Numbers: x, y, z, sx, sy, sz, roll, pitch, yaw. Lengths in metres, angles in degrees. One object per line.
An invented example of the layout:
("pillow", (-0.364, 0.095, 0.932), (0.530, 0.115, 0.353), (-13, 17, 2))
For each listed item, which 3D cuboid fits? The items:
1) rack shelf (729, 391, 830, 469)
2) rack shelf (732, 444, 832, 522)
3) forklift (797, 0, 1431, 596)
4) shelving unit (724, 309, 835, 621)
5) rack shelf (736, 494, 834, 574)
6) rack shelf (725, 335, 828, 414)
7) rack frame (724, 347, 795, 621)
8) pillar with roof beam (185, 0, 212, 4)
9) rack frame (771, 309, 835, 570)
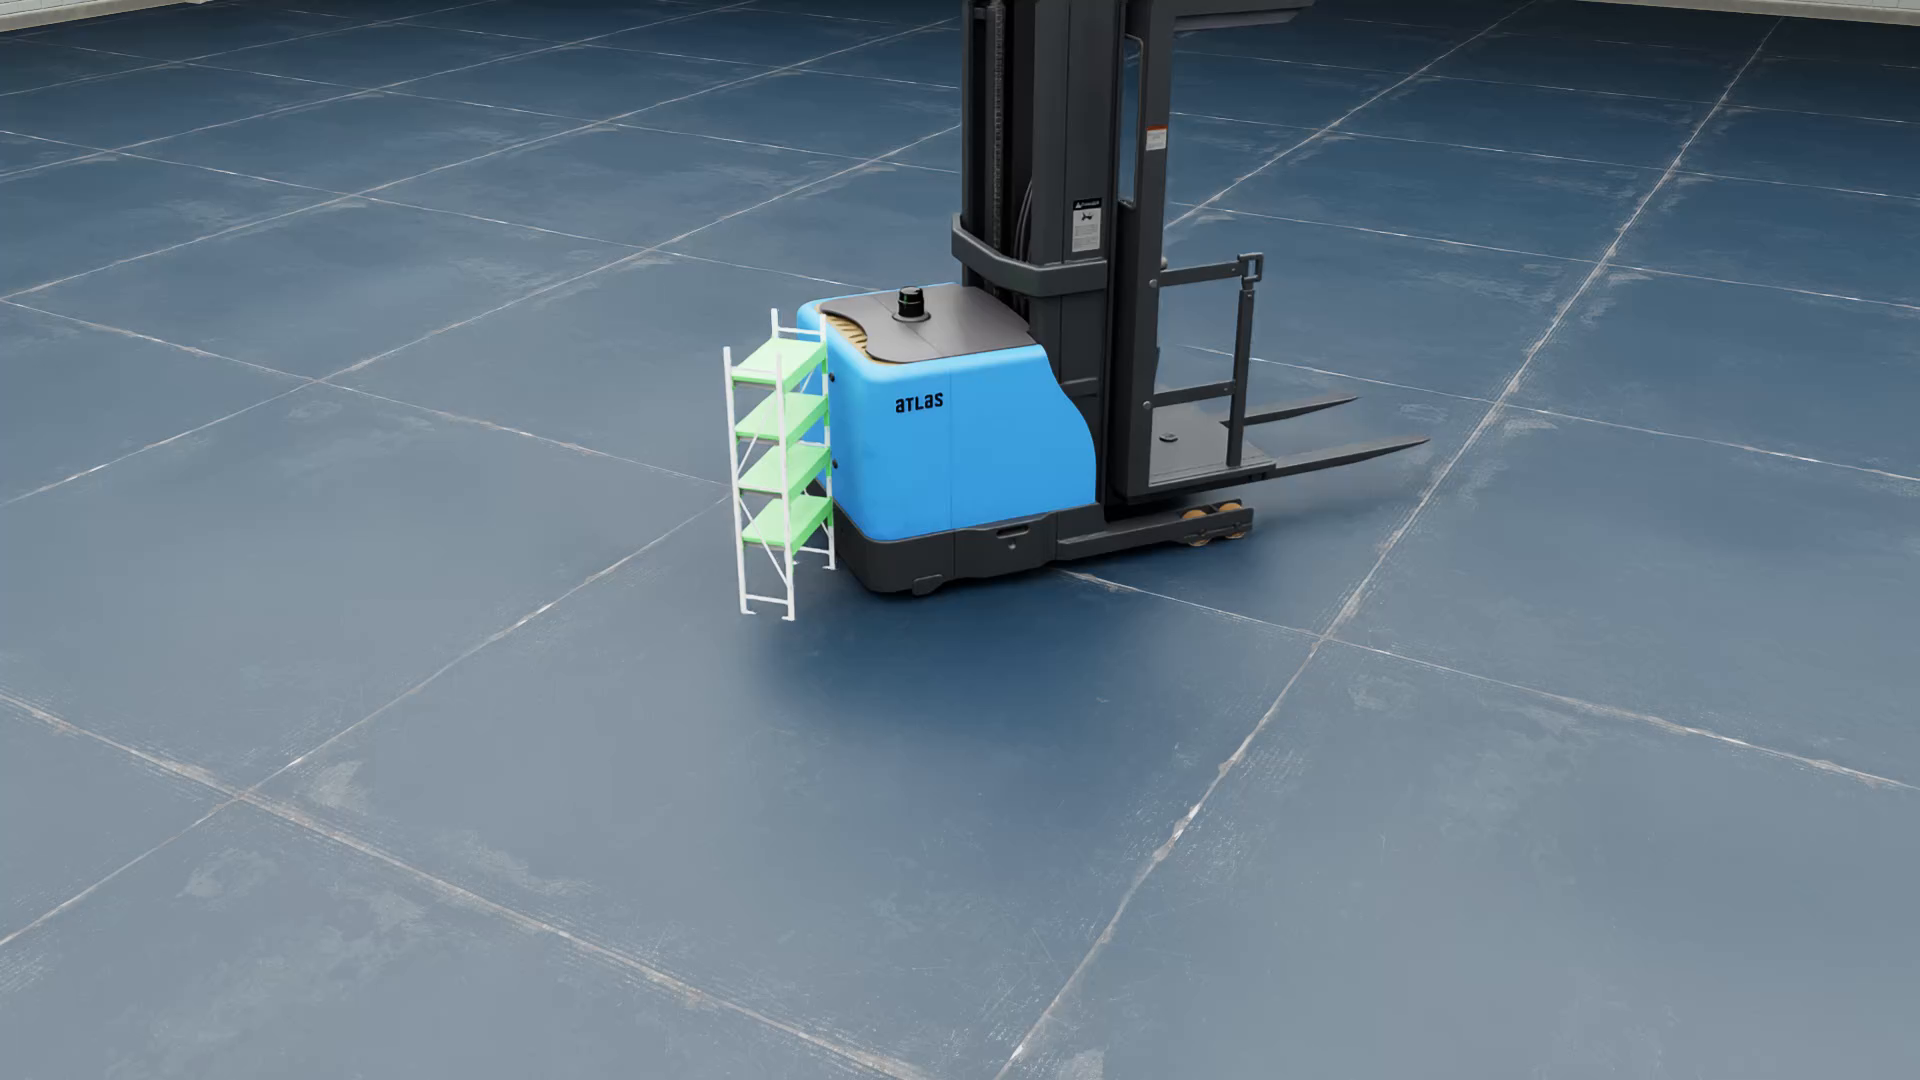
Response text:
("rack shelf", (-0.749, -0.472, 6.960), (0.258, 0.148, 0.480), (8, 28, 15))
("rack shelf", (-0.749, -0.258, 7.067), (0.258, 0.148, 0.480), (8, 28, 15))
("forklift", (0.817, -1.486, 7.445), (3.031, 2.935, 1.130), (-11, 29, -20))
("shelving unit", (-0.749, -0.315, 7.038), (0.258, 1.200, 0.503), (8, 28, 15))
("rack shelf", (-0.749, -0.043, 7.175), (0.258, 0.148, 0.480), (8, 28, 15))
("rack shelf", (-0.749, -0.687, 6.852), (0.258, 0.148, 0.480), (8, 28, 15))
("rack frame", (-0.820, -0.210, 6.830), (0.240, 1.200, 0.015), (8, 28, 15))
("pillar with roof beam", (-6.251, -10.211, 18.095), (9.100, 9.000, 0.400), (14, 30, 26))
("rack frame", (-0.678, -0.419, 7.247), (0.240, 1.200, 0.015), (8, 28, 15))
